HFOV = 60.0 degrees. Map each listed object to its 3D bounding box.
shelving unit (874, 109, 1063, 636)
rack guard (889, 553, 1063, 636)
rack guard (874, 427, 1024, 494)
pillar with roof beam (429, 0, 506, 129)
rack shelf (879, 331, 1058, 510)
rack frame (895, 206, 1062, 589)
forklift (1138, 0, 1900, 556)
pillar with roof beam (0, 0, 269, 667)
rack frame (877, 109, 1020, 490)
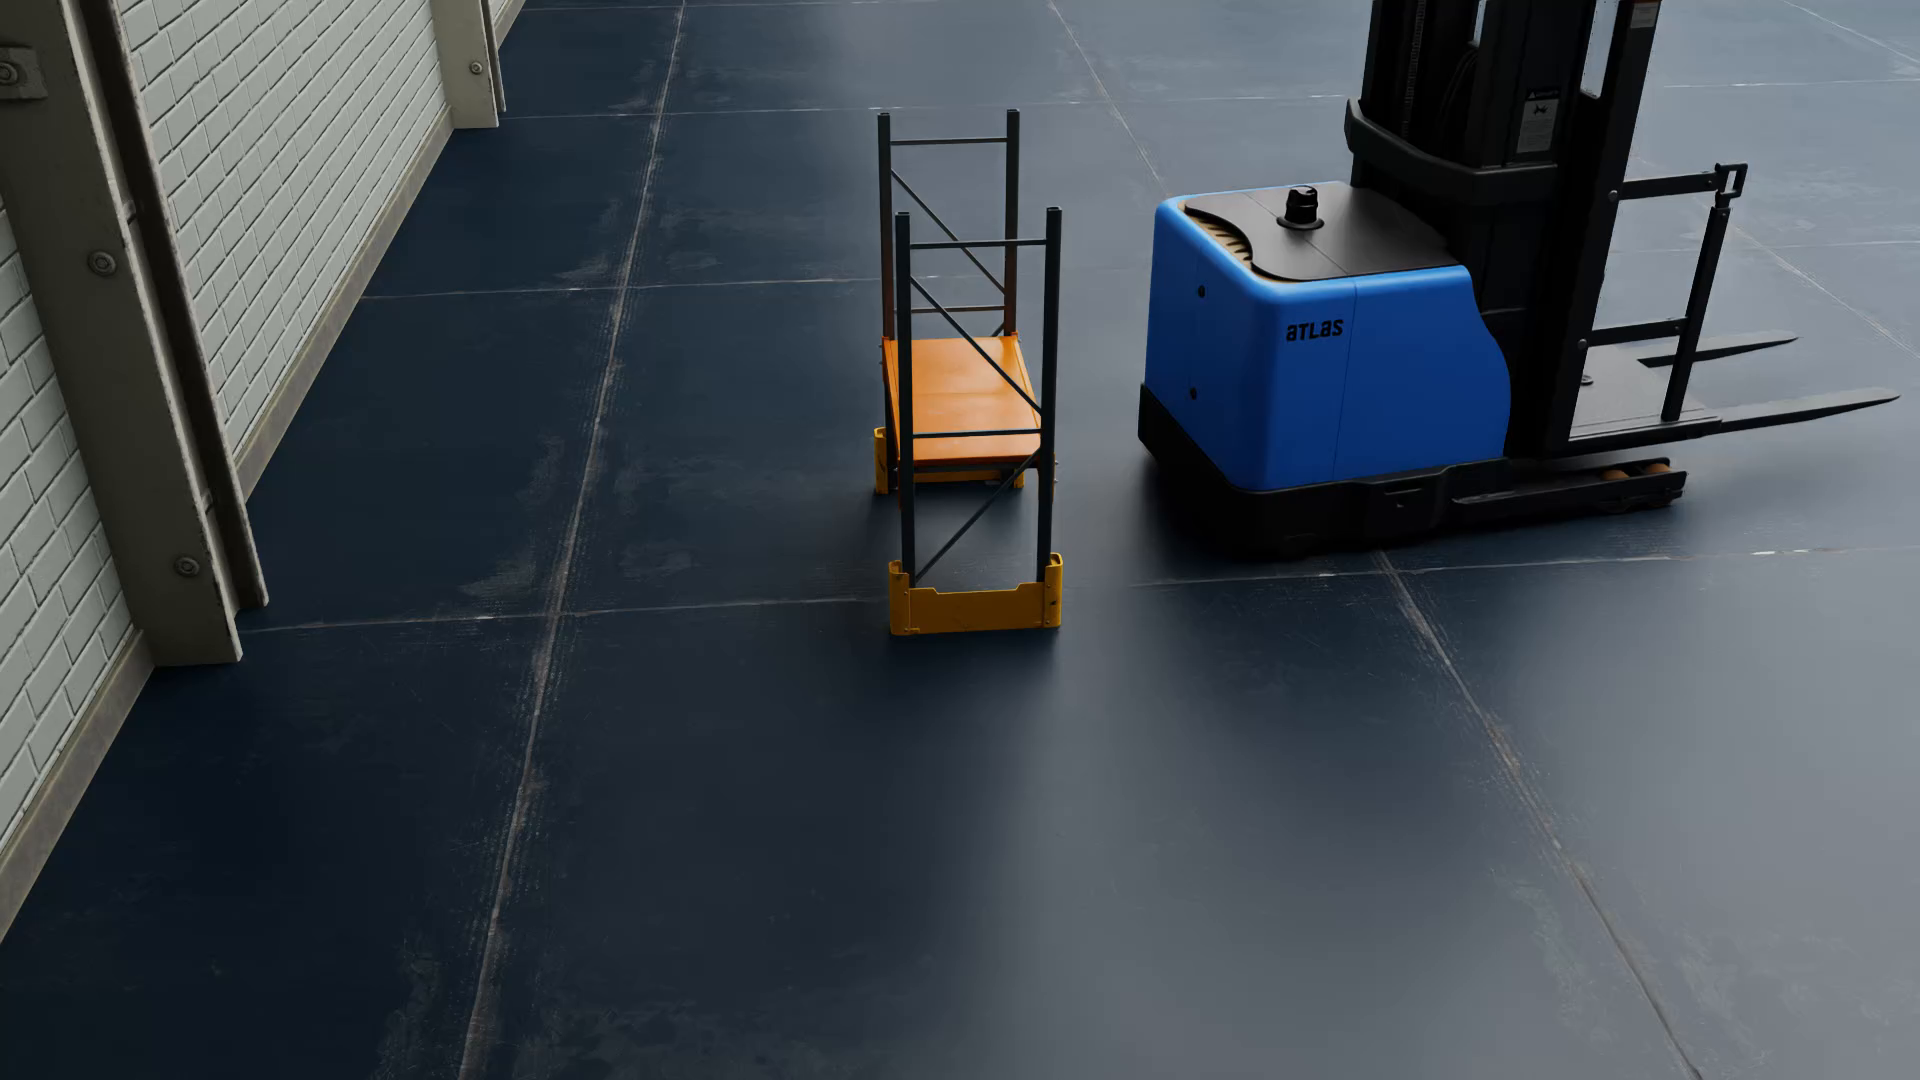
[{"bbox_3d":[0.007,-0.605,5.800,0.587,1.500,1.083,-3,31,-5],"label":"shelving unit"},{"bbox_3d":[0.054,0.186,5.695,0.587,0.250,0.087,-3,31,-5],"label":"rack guard"},{"bbox_3d":[-0.039,-0.323,6.546,0.587,0.250,0.087,-3,31,-5],"label":"rack guard"},{"bbox_3d":[1.139,-6.818,8.889,9.100,9.000,0.400,-3,31,-5],"label":"pillar with roof beam"},{"bbox_3d":[0.008,-0.446,5.885,0.538,0.185,1.000,-3,31,-5],"label":"rack shelf"},{"bbox_3d":[0.055,-0.341,5.358,0.500,1.500,0.032,-3,31,-5],"label":"rack frame"},{"bbox_3d":[2.304,-1.612,6.091,3.031,2.935,1.130,-8,32,-13],"label":"forklift"},{"bbox_3d":[1.699,-3.754,3.760,9.100,9.000,0.400,-3,31,-5],"label":"pillar with roof beam"},{"bbox_3d":[-0.040,-0.860,6.227,0.500,1.500,0.032,-3,31,-5],"label":"rack frame"}]
